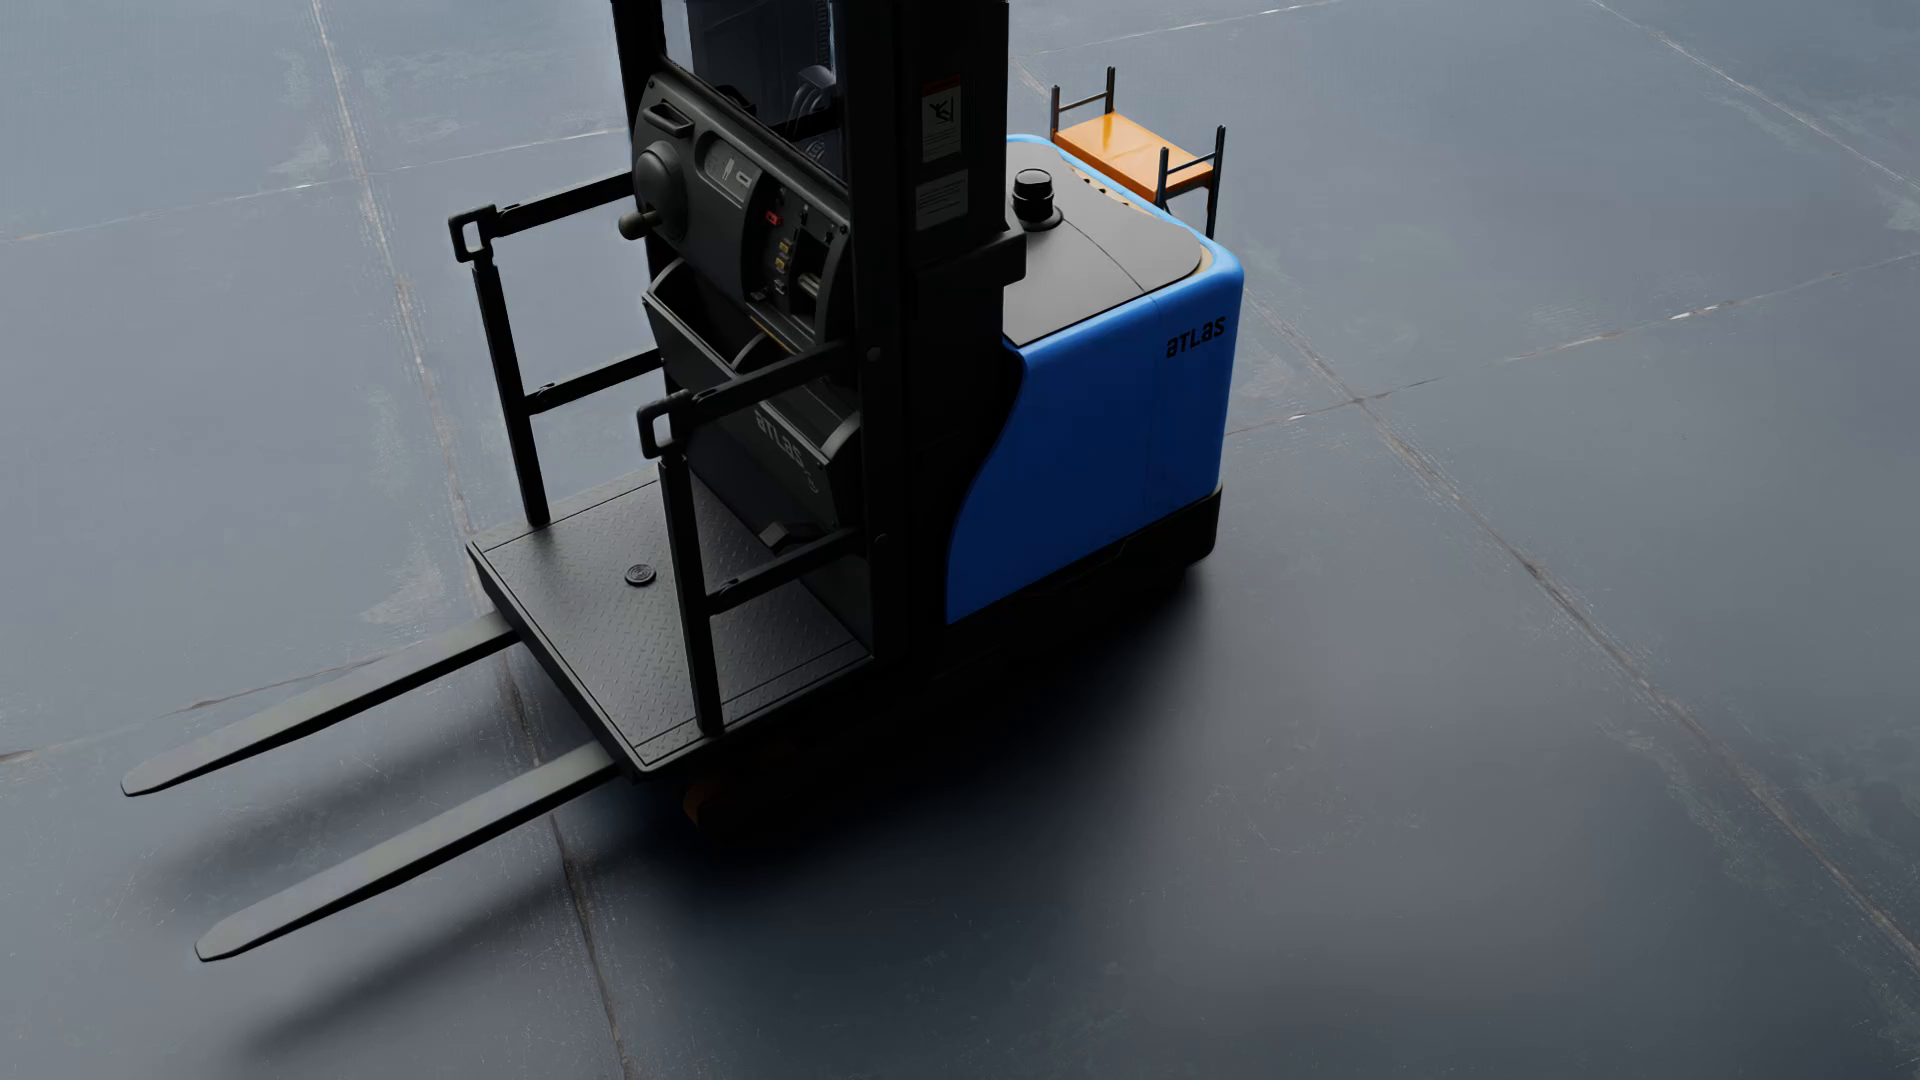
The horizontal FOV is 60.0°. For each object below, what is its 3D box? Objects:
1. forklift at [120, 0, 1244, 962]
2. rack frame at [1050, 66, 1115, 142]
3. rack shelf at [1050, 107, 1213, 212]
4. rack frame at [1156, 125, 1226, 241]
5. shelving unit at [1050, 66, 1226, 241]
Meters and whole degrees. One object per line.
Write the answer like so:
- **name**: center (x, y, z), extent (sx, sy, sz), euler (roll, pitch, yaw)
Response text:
- **forklift**: center (-0.702, -0.738, 3.860), extent (3.031, 2.935, 1.130), euler (-25, 47, -27)
- **rack frame**: center (0.376, -0.950, 5.435), extent (0.240, 1.200, 0.015), euler (-26, 47, -27)
- **rack shelf**: center (0.522, -1.121, 5.030), extent (0.258, 0.148, 0.480), euler (-26, 47, -27)
- **rack frame**: center (0.667, -0.695, 5.138), extent (0.240, 1.200, 0.015), euler (-26, 47, -27)
- **shelving unit**: center (0.522, -0.823, 5.286), extent (0.258, 1.200, 0.503), euler (-26, 47, -27)
